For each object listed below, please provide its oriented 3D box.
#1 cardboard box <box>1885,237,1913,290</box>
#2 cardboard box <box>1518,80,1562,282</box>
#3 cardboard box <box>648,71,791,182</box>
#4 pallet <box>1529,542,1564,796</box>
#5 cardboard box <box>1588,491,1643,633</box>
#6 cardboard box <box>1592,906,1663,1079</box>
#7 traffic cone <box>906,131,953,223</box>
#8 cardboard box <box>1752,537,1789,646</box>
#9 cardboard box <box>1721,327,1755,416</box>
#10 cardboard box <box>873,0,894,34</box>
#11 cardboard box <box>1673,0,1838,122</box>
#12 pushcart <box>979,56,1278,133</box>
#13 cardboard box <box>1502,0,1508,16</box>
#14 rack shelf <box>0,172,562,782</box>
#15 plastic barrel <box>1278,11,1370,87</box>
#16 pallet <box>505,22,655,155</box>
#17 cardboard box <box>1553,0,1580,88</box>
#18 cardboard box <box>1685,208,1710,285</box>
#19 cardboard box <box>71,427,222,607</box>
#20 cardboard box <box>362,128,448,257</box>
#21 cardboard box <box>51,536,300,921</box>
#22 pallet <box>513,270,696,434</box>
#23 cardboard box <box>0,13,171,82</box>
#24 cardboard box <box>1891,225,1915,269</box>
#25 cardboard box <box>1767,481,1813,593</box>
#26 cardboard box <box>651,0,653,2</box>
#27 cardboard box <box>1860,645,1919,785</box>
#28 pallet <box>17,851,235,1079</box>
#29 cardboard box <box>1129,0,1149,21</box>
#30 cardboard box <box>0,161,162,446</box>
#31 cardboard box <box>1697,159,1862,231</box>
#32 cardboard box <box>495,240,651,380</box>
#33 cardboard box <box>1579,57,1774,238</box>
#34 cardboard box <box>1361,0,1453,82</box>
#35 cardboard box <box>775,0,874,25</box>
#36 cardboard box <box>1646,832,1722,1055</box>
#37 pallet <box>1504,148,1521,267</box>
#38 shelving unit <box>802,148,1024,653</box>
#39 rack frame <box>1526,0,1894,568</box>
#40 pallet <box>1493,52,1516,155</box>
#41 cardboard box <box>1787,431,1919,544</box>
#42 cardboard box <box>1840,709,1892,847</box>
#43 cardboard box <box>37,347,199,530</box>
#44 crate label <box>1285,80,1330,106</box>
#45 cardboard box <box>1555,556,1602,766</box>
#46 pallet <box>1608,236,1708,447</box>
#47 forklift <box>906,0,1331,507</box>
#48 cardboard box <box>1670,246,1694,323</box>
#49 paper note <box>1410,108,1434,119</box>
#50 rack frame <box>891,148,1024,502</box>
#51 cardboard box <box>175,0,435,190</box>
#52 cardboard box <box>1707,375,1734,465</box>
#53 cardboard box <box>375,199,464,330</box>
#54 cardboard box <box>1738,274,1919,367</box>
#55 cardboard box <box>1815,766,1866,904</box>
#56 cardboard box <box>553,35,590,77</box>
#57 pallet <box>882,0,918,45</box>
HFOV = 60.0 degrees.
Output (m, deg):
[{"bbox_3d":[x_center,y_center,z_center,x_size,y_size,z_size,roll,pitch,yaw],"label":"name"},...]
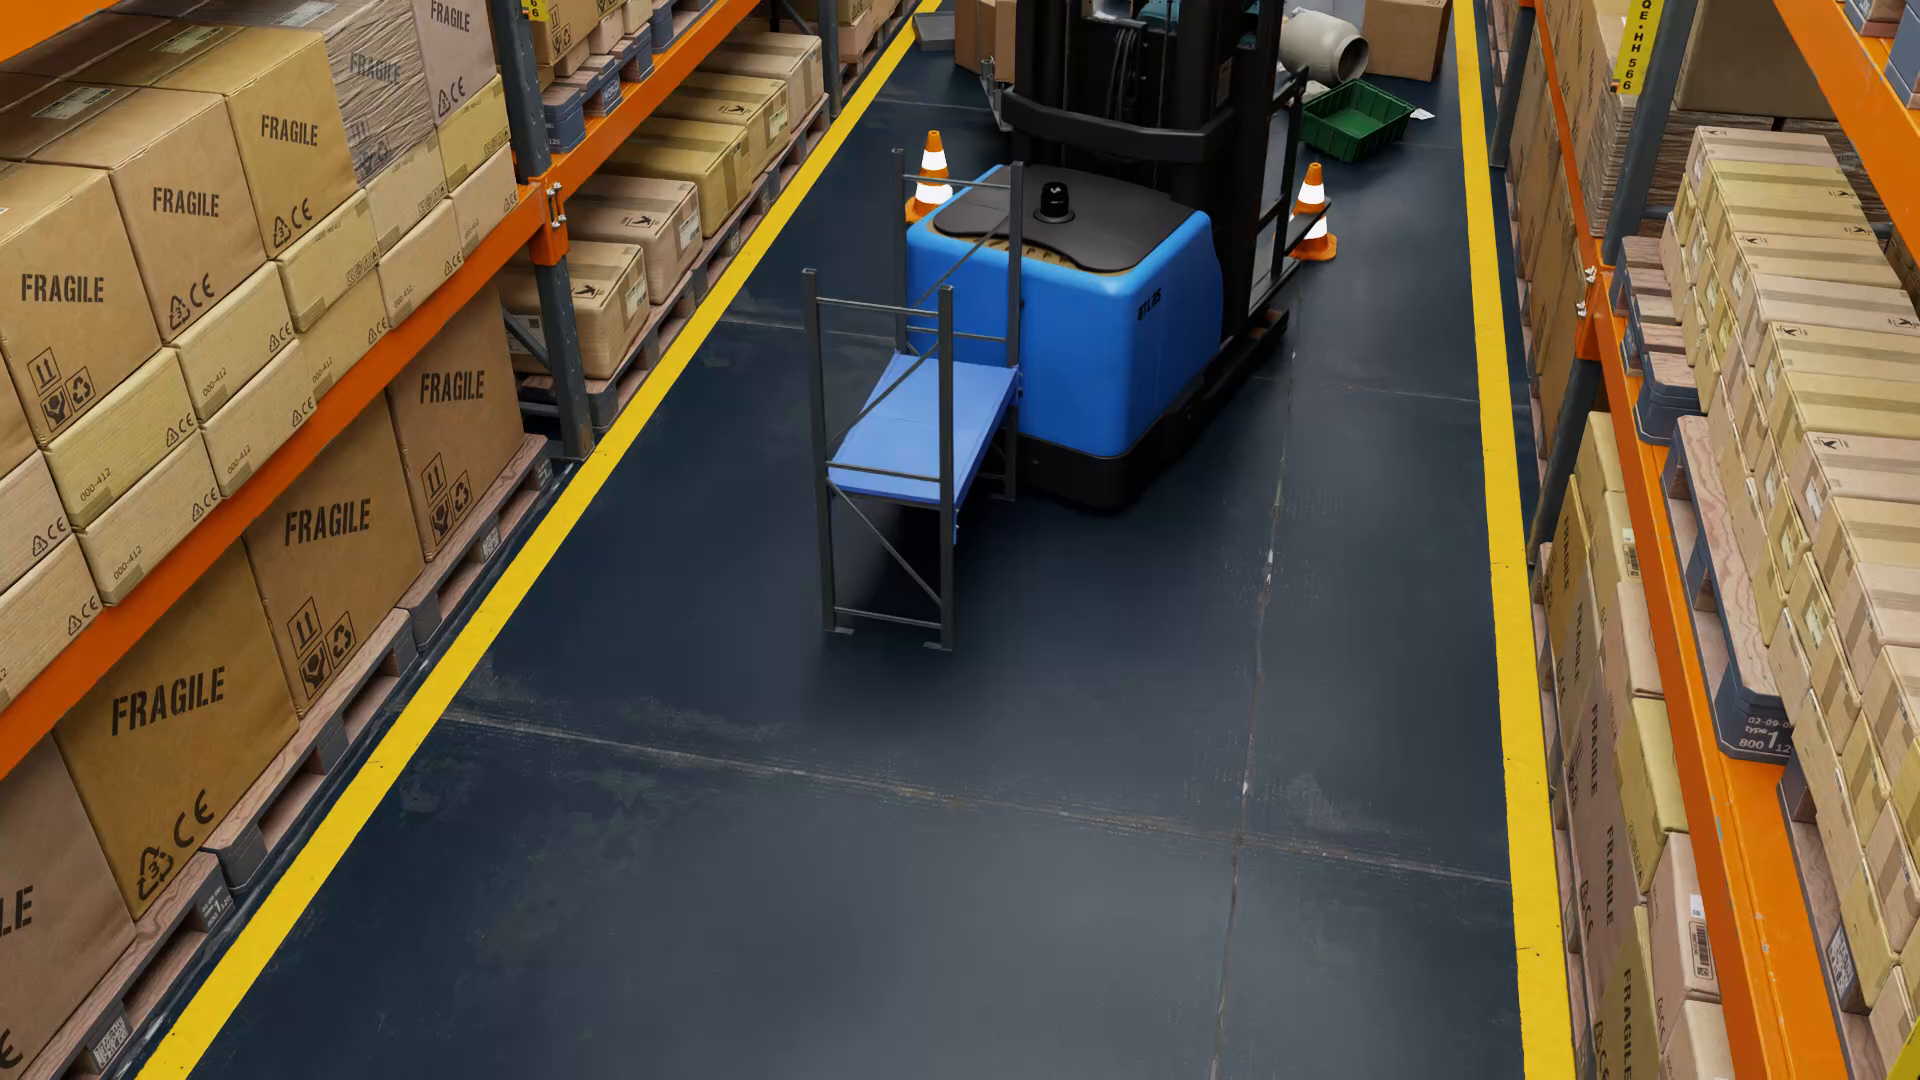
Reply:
[{"bbox_3d":[3.100,-0.809,5.166,0.380,0.149,0.250,8,37,11],"label":"cardboard box"},{"bbox_3d":[3.356,-1.713,8.117,1.050,0.750,0.750,7,37,10],"label":"cardboard box"},{"bbox_3d":[-1.506,-2.329,9.289,0.950,0.372,0.625,10,37,13],"label":"cardboard box"},{"bbox_3d":[2.588,0.496,5.886,1.003,0.211,1.213,7,37,10],"label":"pallet"},{"bbox_3d":[2.264,0.113,5.171,0.500,0.250,0.500,7,37,9],"label":"cardboard box"},{"bbox_3d":[1.924,1.304,4.166,0.500,0.500,0.500,6,36,9],"label":"cardboard box"},{"bbox_3d":[-0.144,-2.023,9.147,0.336,0.463,0.334,7,37,10],"label":"traffic cone"},{"bbox_3d":[2.069,0.144,3.851,0.380,0.149,0.250,9,37,12],"label":"cardboard box"},{"bbox_3d":[2.240,-0.421,4.378,0.380,0.149,0.250,7,37,10],"label":"cardboard box"},{"bbox_3d":[-0.754,-3.605,11.153,0.500,0.250,0.500,9,37,13],"label":"cardboard box"},{"bbox_3d":[2.862,-1.782,5.716,0.700,0.500,0.500,7,37,10],"label":"cardboard box"},{"bbox_3d":[0.991,-2.618,10.040,1.648,0.377,0.936,-5,36,-6],"label":"pushcart"},{"bbox_3d":[4.199,-4.075,11.269,0.875,0.875,0.875,7,36,9],"label":"cardboard box"},{"bbox_3d":[-2.528,-0.206,5.091,1.077,0.370,4.000,7,37,10],"label":"rack shelf"},{"bbox_3d":[2.355,-3.174,10.768,0.421,0.421,0.512,-24,42,-30],"label":"plastic barrel"},{"bbox_3d":[-2.053,-1.988,7.100,1.213,0.211,1.003,7,37,10],"label":"pallet"},{"bbox_3d":[2.910,-2.280,7.255,0.500,0.500,0.500,8,37,11],"label":"cardboard box"},{"bbox_3d":[2.401,-0.862,4.986,0.380,0.149,0.250,9,37,12],"label":"cardboard box"},{"bbox_3d":[-2.369,-0.097,4.456,0.500,0.250,0.500,7,37,10],"label":"cardboard box"},{"bbox_3d":[-2.062,-1.181,5.525,0.500,0.250,0.500,6,36,9],"label":"cardboard box"},{"bbox_3d":[-2.716,0.456,5.018,0.875,0.875,0.875,8,37,11],"label":"cardboard box"},{"bbox_3d":[-1.933,-0.962,7.898,1.003,0.211,1.213,7,37,10],"label":"pallet"},{"bbox_3d":[-2.667,-1.256,4.990,0.500,0.500,0.500,8,37,11],"label":"cardboard box"},{"bbox_3d":[3.096,-0.929,5.079,0.380,0.149,0.250,8,37,11],"label":"cardboard box"},{"bbox_3d":[2.072,0.015,3.777,0.380,0.149,0.250,7,37,10],"label":"cardboard box"},{"bbox_3d":[-1.599,-2.487,7.481,0.380,0.149,0.250,9,37,13],"label":"cardboard box"},{"bbox_3d":[1.911,0.347,3.065,0.380,0.149,0.250,6,36,8],"label":"cardboard box"},{"bbox_3d":[-2.864,1.327,4.739,1.003,0.211,1.213,7,37,10],"label":"pallet"},{"bbox_3d":[1.514,-3.412,10.914,0.797,0.637,0.503,7,37,10],"label":"cardboard box"},{"bbox_3d":[-2.389,-0.594,4.076,0.500,0.500,0.500,6,36,9],"label":"cardboard box"},{"bbox_3d":[2.414,-0.995,4.916,0.380,0.149,0.250,6,36,9],"label":"cardboard box"},{"bbox_3d":[-1.970,-1.072,7.555,0.950,0.372,0.625,5,36,7],"label":"cardboard box"},{"bbox_3d":[2.590,-1.413,6.059,0.500,0.500,0.500,7,37,10],"label":"cardboard box"},{"bbox_3d":[2.940,-3.382,10.988,0.500,0.500,0.500,14,38,18],"label":"cardboard box"},{"bbox_3d":[-0.857,-3.601,10.509,0.500,0.500,0.500,9,37,12],"label":"cardboard box"},{"bbox_3d":[1.937,0.999,3.949,0.500,0.250,0.500,9,37,12],"label":"cardboard box"},{"bbox_3d":[3.520,-1.793,9.044,1.003,0.211,1.213,7,37,10],"label":"pallet"},{"bbox_3d":[-0.139,-0.522,6.192,0.538,1.500,1.048,9,37,12],"label":"shelving unit"},{"bbox_3d":[2.756,-1.081,5.685,1.000,3.000,0.127,7,37,10],"label":"rack frame"},{"bbox_3d":[3.850,-2.671,10.256,1.003,0.211,1.213,7,37,10],"label":"pallet"},{"bbox_3d":[2.076,-0.099,3.679,0.380,0.149,0.250,6,36,8],"label":"cardboard box"},{"bbox_3d":[1.905,0.478,3.138,0.380,0.149,0.250,9,37,12],"label":"cardboard box"},{"bbox_3d":[-2.368,-0.297,4.306,0.500,0.250,0.500,8,37,11],"label":"cardboard box"},{"bbox_3d":[2.188,-2.799,10.495,0.298,0.136,0.250,-17,39,-22],"label":"crate label"},{"bbox_3d":[2.252,0.423,5.382,0.500,0.500,0.500,8,37,11],"label":"cardboard box"},{"bbox_3d":[2.708,-0.581,5.159,1.213,0.211,1.003,7,37,10],"label":"pallet"},{"bbox_3d":[0.936,-2.161,7.234,1.130,2.935,3.031,19,40,24],"label":"forklift"},{"bbox_3d":[2.406,-0.764,5.105,0.380,0.149,0.250,9,37,12],"label":"cardboard box"},{"bbox_3d":[2.870,-2.671,10.409,0.147,0.020,0.142,-17,39,-22],"label":"paper note"},{"bbox_3d":[-0.011,-0.811,6.591,0.500,1.500,0.032,9,37,12],"label":"rack frame"},{"bbox_3d":[-2.057,-1.464,5.277,0.500,0.500,0.500,8,37,11],"label":"cardboard box"},{"bbox_3d":[2.238,-0.302,4.466,0.380,0.149,0.250,8,37,11],"label":"cardboard box"},{"bbox_3d":[-2.049,-0.965,5.654,0.500,0.250,0.500,8,37,11],"label":"cardboard box"},{"bbox_3d":[2.244,-0.548,4.299,0.380,0.149,0.250,9,37,12],"label":"cardboard box"},{"bbox_3d":[1.903,0.600,3.222,0.380,0.149,0.250,7,37,10],"label":"cardboard box"},{"bbox_3d":[-1.757,-2.033,6.855,0.380,0.149,0.250,5,36,7],"label":"cardboard box"},{"bbox_3d":[-0.879,-3.899,11.949,1.003,0.211,1.213,7,37,10],"label":"pallet"}]
